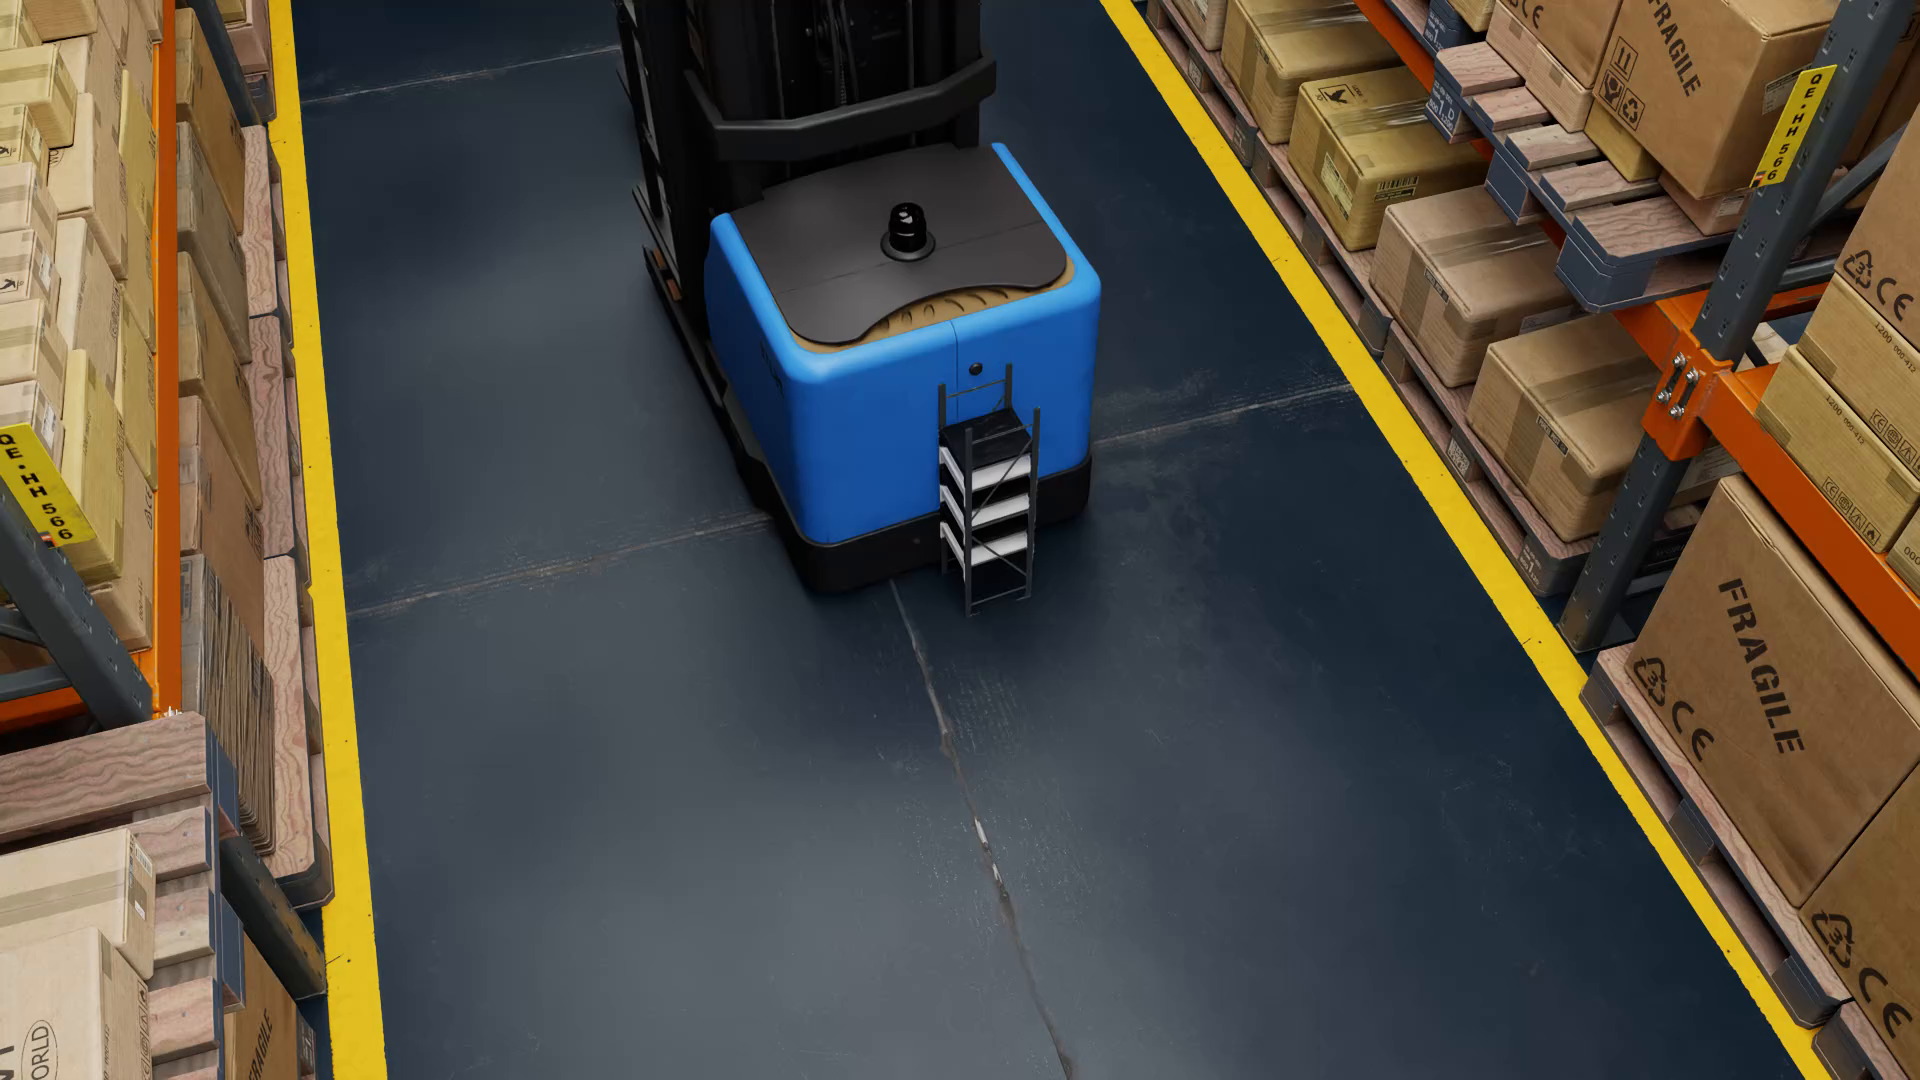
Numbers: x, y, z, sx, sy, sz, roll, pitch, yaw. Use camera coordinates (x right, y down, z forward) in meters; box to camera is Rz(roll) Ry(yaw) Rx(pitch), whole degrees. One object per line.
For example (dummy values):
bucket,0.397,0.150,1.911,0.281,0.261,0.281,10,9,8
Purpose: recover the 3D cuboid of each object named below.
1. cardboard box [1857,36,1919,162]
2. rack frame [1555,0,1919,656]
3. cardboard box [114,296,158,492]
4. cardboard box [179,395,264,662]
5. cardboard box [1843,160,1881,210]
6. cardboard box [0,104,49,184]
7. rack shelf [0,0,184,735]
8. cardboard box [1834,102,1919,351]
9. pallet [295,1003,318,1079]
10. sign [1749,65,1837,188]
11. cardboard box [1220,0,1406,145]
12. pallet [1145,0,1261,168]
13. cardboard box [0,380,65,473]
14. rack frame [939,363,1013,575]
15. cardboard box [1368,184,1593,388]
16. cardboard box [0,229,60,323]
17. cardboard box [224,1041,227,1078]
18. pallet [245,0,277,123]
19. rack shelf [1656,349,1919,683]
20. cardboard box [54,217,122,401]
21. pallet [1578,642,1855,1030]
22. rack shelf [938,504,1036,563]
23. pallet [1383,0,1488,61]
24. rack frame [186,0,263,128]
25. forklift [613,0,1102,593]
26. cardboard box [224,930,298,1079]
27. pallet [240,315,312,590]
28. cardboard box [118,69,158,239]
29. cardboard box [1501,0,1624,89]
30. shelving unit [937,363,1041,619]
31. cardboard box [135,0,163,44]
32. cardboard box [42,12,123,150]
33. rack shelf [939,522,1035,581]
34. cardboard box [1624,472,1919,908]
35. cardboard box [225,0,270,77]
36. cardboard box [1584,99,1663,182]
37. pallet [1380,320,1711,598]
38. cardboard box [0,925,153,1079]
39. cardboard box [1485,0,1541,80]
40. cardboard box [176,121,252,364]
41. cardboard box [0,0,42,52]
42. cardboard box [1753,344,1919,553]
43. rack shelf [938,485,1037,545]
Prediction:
cardboard box,2.555,-1.391,4.426,0.500,0.500,0.500,-15,51,-12
rack frame,2.467,-0.747,4.418,1.000,3.000,0.127,-13,51,-11
cardboard box,-2.315,-0.321,4.157,0.500,0.250,0.500,-14,51,-12
cardboard box,-2.645,0.074,5.004,0.875,0.625,0.625,-12,51,-10
cardboard box,2.549,-1.080,4.589,0.380,0.149,0.250,-16,52,-13
cardboard box,-2.459,-0.904,4.060,0.380,0.149,0.250,-13,51,-11
rack shelf,-2.865,-0.850,4.976,1.077,0.370,4.000,-13,51,-11
cardboard box,2.380,-0.686,3.647,0.500,0.500,0.500,-15,51,-12
pallet,-2.088,1.831,4.068,1.003,0.211,1.213,-13,51,-11
sign,1.952,-0.965,3.896,0.100,0.325,0.005,-13,51,-11
cardboard box,1.658,-2.050,6.960,0.950,0.372,0.625,-10,51,-9
pallet,1.516,-2.201,7.467,1.003,0.211,1.213,-13,51,-11
cardboard box,-2.086,-0.162,3.435,0.380,0.149,0.250,-12,51,-10
rack frame,0.048,-0.209,5.337,0.240,0.900,0.006,-18,52,-15
cardboard box,2.084,-0.987,6.064,0.950,0.372,0.625,-14,51,-12
cardboard box,-2.267,-0.539,3.753,0.380,0.149,0.250,-12,51,-10
cardboard box,-1.885,1.143,3.760,0.380,0.149,0.250,-16,52,-13
pallet,-3.651,-2.235,7.496,1.003,0.211,1.213,-13,51,-11
rack shelf,3.059,0.946,3.461,1.077,0.370,4.000,-13,51,-11
cardboard box,-2.318,-0.480,3.964,0.500,0.250,0.500,-12,51,-10
pallet,2.629,0.745,4.984,1.003,0.211,1.213,-13,51,-11
rack shelf,0.087,-0.058,5.371,0.258,0.077,0.200,-18,52,-15
pallet,1.843,-2.121,5.702,1.003,0.211,1.213,-13,51,-11
rack frame,-3.456,-2.543,5.932,1.000,3.000,0.127,-13,51,-11
forklift,-0.593,-1.919,5.451,1.130,2.935,3.031,-18,52,-15
cardboard box,-1.943,1.309,4.045,0.500,0.500,0.500,-12,51,-10
pallet,-2.836,-0.222,5.799,1.003,0.211,1.213,-13,51,-11
cardboard box,-2.626,-1.075,4.792,0.500,0.250,0.500,-12,51,-10
cardboard box,1.904,-1.654,4.648,0.500,0.500,0.500,-14,51,-12
shelving unit,0.087,-0.137,5.277,0.258,0.900,0.210,-18,52,-15
cardboard box,-2.903,-1.820,5.420,0.500,0.250,0.500,-14,51,-11
cardboard box,-2.631,-1.233,4.599,0.500,0.250,0.500,-13,51,-10
rack shelf,0.087,0.000,5.440,0.258,0.077,0.200,-18,52,-15
cardboard box,2.592,0.326,4.628,0.875,0.875,0.875,-14,51,-11
cardboard box,-3.283,-2.220,7.184,0.500,0.250,0.500,-13,51,-11
cardboard box,1.997,-1.167,4.661,0.380,0.149,0.250,-13,51,-10
pallet,2.238,-0.419,5.965,1.003,0.211,1.213,-13,51,-11
cardboard box,-1.652,0.989,2.778,0.500,0.250,0.500,-15,52,-13
cardboard box,1.813,-1.526,4.964,0.380,0.149,0.250,-16,52,-13
cardboard box,-3.069,-0.966,5.881,0.875,0.625,0.625,-14,51,-11
cardboard box,-2.647,-1.271,4.370,0.380,0.149,0.250,-13,51,-11
cardboard box,2.372,-0.284,4.126,0.500,0.250,0.500,-14,51,-12
rack shelf,0.087,-0.116,5.303,0.258,0.077,0.200,-18,52,-15
